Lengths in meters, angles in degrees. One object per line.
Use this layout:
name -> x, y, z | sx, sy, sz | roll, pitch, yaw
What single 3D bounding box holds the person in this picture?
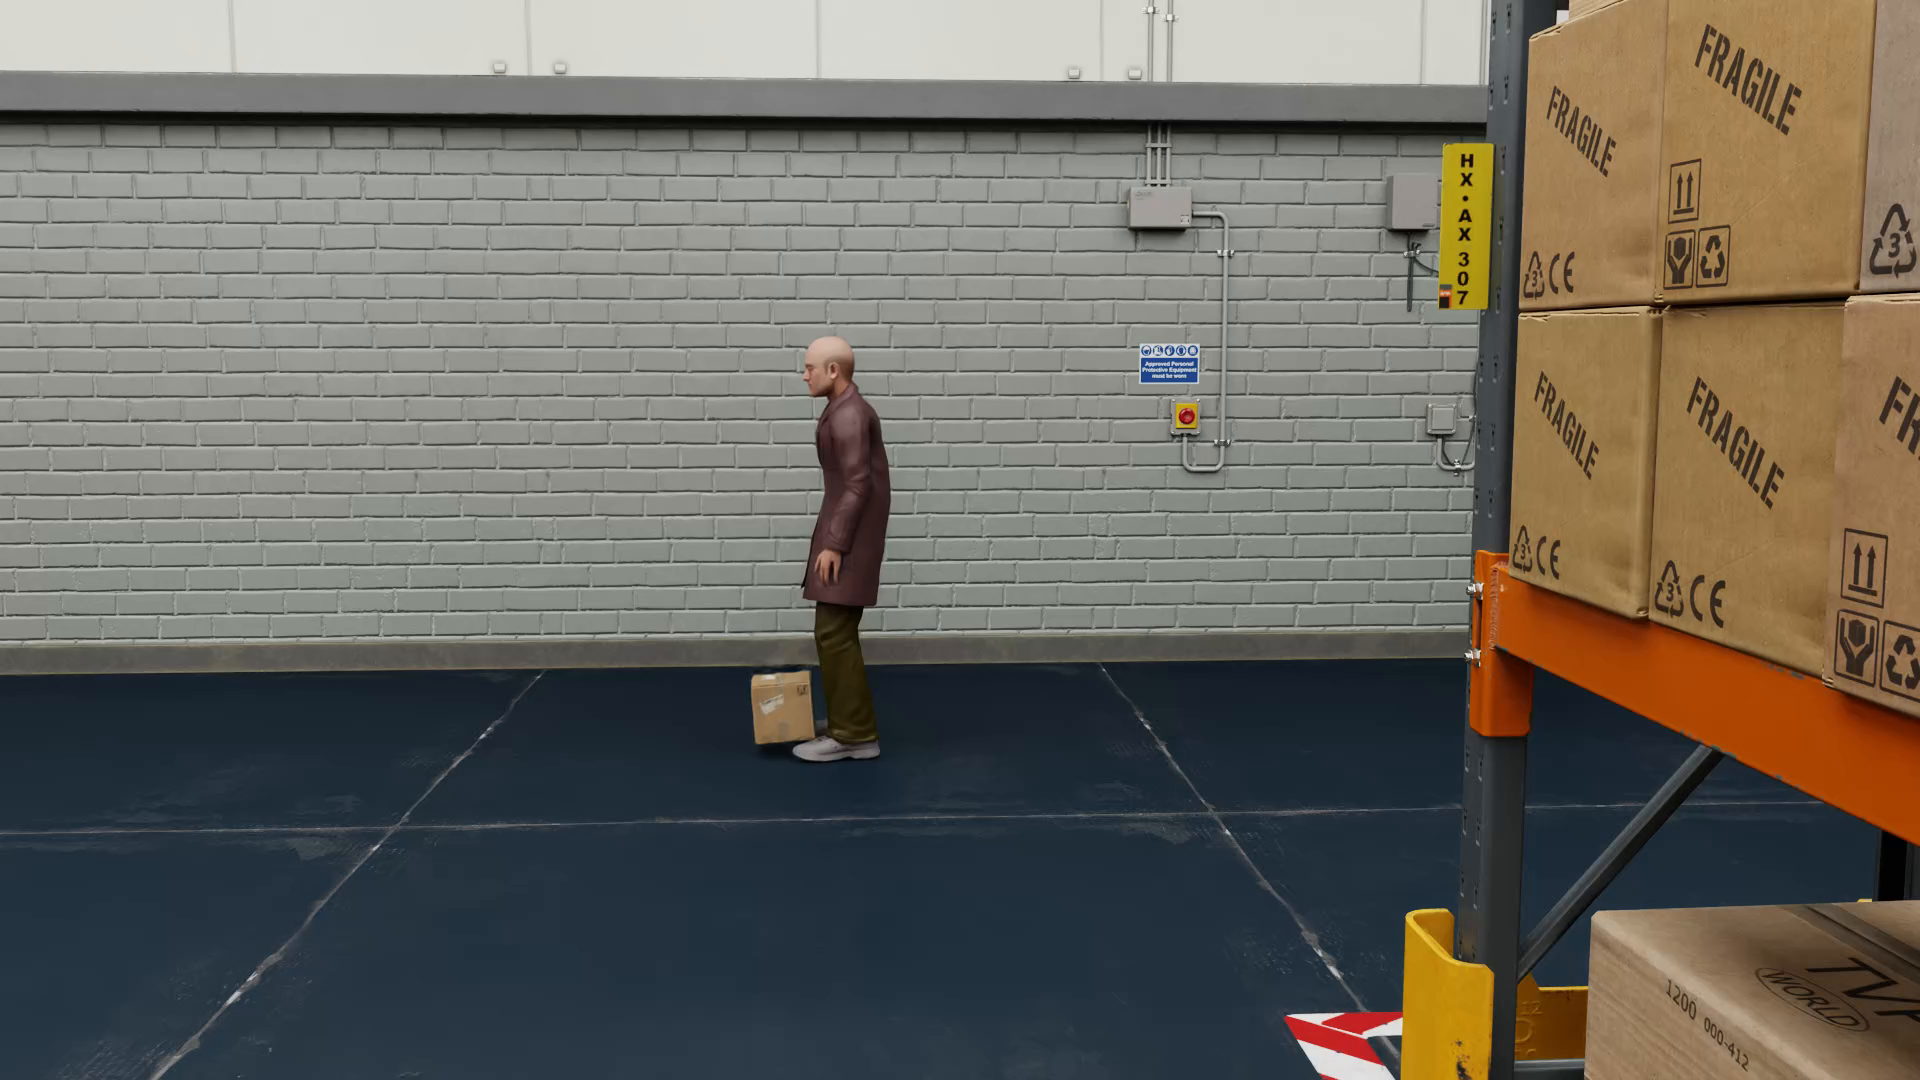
person -> -0.506, 0.030, 7.043 | 0.426, 1.774, 0.612 | -1, 7, -6
